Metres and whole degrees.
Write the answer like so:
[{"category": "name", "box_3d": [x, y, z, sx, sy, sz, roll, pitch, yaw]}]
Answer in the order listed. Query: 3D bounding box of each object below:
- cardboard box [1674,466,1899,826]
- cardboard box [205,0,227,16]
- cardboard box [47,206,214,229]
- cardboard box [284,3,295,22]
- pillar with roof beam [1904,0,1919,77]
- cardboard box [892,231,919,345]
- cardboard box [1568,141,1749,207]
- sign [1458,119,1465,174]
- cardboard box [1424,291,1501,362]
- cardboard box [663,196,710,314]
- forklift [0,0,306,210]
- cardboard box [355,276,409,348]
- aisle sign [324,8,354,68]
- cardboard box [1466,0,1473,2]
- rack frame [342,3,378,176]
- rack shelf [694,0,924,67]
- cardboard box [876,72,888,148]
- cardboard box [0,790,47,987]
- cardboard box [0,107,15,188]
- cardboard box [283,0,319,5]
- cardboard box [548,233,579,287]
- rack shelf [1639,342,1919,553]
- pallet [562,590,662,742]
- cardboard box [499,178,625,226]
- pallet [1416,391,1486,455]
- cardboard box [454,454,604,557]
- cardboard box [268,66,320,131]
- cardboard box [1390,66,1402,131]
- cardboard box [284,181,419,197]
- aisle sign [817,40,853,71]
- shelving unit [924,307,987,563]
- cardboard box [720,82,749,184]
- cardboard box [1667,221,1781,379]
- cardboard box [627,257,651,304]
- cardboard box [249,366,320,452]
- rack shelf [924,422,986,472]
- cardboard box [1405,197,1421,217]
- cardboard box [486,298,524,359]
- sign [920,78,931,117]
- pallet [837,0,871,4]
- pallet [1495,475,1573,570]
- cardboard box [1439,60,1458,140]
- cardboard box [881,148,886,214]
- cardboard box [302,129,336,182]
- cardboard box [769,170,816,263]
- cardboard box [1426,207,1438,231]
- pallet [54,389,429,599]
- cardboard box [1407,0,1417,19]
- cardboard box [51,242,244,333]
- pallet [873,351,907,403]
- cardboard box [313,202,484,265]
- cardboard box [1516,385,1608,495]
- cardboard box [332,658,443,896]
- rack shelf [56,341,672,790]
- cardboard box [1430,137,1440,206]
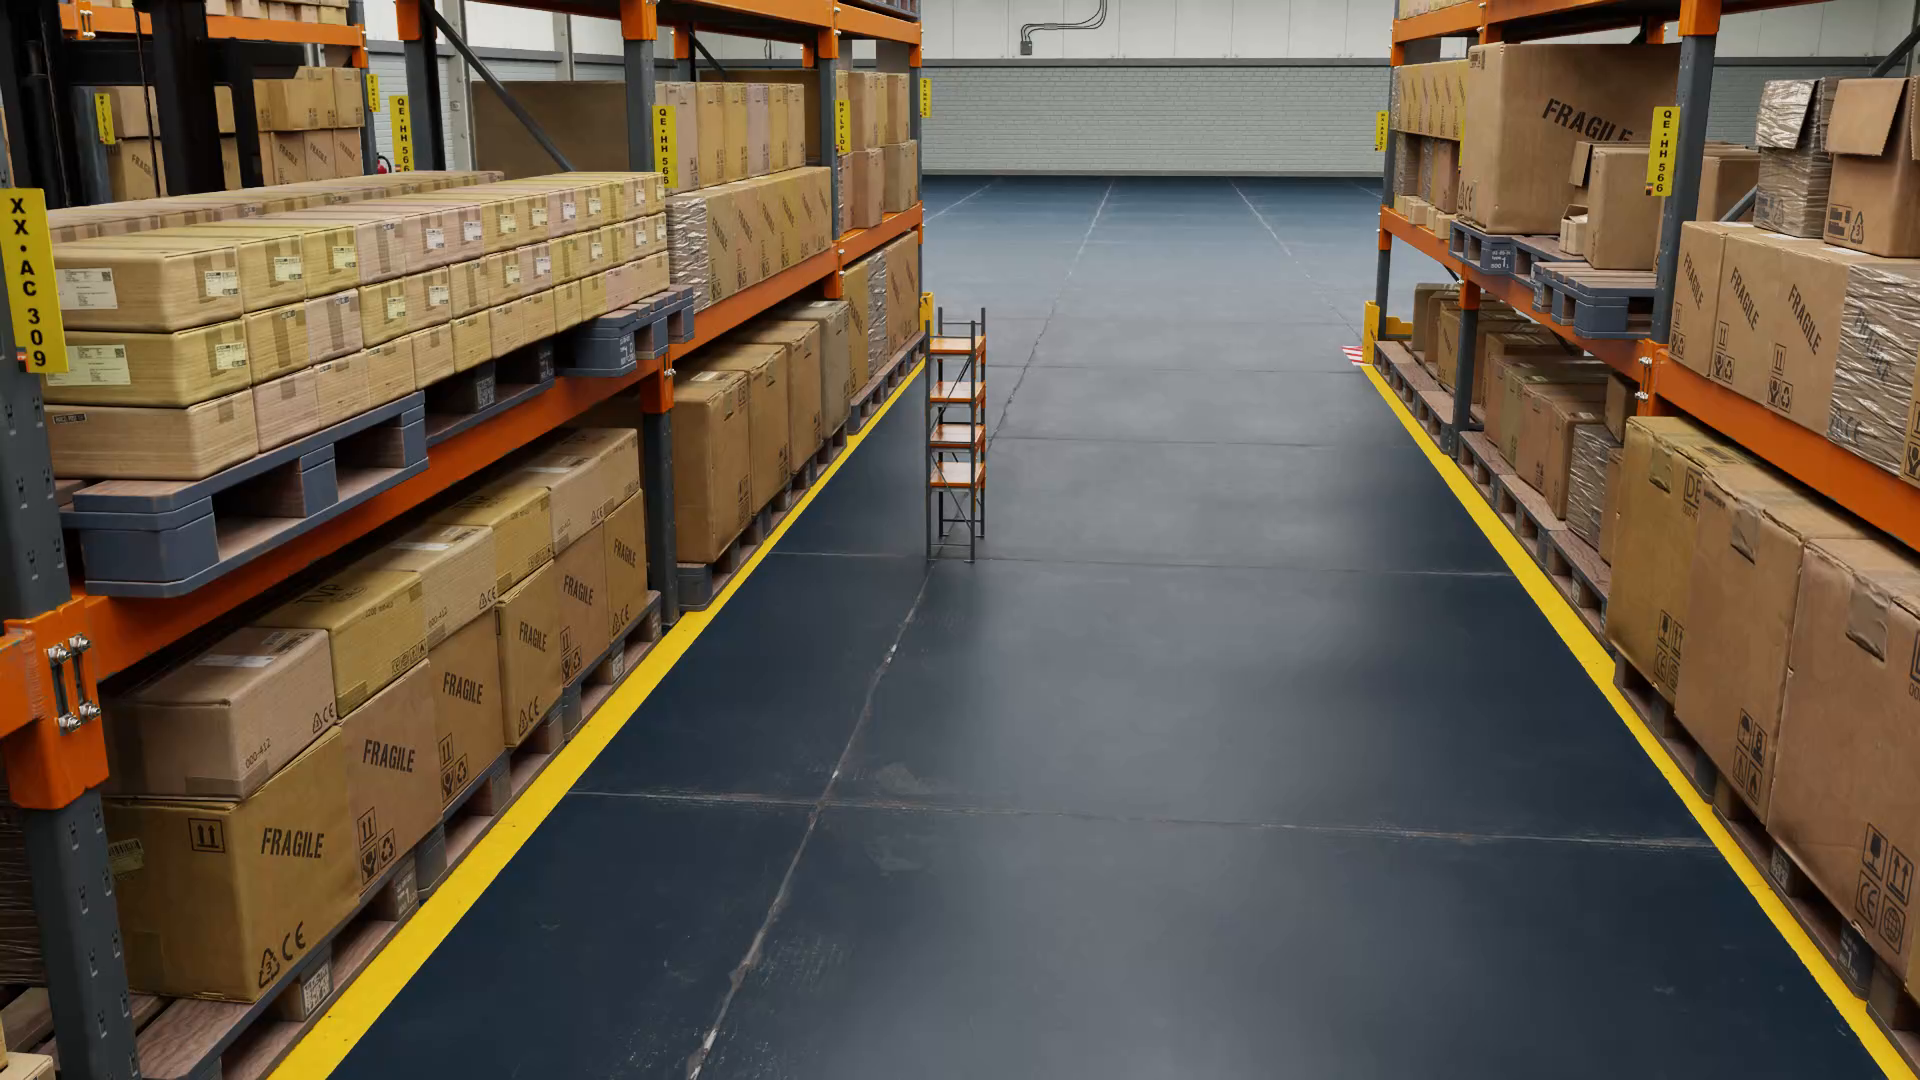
[{"category": "cardboard box", "box_3d": [2.968, 0.312, 5.027, 1.225, 0.875, 0.875, 2, 15, 6]}, {"category": "cardboard box", "box_3d": [-5.709, -3.982, 12.375, 0.380, 0.149, 0.250, 1, 15, 5]}, {"category": "cardboard box", "box_3d": [-2.220, -0.802, 4.418, 0.380, 0.149, 0.250, 1, 15, 4]}, {"category": "cardboard box", "box_3d": [-5.685, -4.316, 13.610, 0.380, 0.149, 0.250, 2, 15, 7]}, {"category": "pillar with roof beam", "box_3d": [18.731, -13.154, 40.068, 9.100, 9.000, 0.400, 2, 15, 6]}, {"category": "cardboard box", "box_3d": [-0.850, -2.166, 14.194, 0.875, 0.875, 0.875, 2, 15, 7]}, {"category": "cardboard box", "box_3d": [3.523, -1.758, 8.414, 0.797, 0.503, 0.637, 3, 15, 12]}, {"category": "sign", "box_3d": [3.087, -2.389, 10.094, 0.100, 0.325, 0.005, 2, 15, 6]}, {"category": "cardboard box", "box_3d": [3.957, -1.673, 13.089, 0.500, 0.500, 0.500, 6, 16, 21]}, {"category": "cardboard box", "box_3d": [-1.423, -1.249, 7.343, 0.500, 0.500, 0.500, 2, 15, 7]}, {"category": "forklift", "box_3d": [-3.963, -1.475, 8.503, 1.130, 2.935, 3.031, 1, 15, 2]}, {"category": "cardboard box", "box_3d": [-1.607, -0.570, 4.131, 0.380, 0.149, 0.250, 1, 15, 4]}, {"category": "aisle sign", "box_3d": [-5.474, -4.549, 14.759, 0.394, 0.787, 0.004, 2, 15, 6]}, {"category": "cardboard box", "box_3d": [3.419, -3.459, 10.248, 0.500, 0.250, 0.500, 2, 15, 8]}, {"category": "rack frame", "box_3d": [-5.769, -3.287, 15.071, 1.000, 3.000, 0.127, 2, 15, 6]}, {"category": "rack shelf", "box_3d": [-1.065, -3.749, 12.413, 1.077, 0.370, 4.000, 2, 15, 6]}, {"category": "cardboard box", "box_3d": [-1.018, -3.238, 12.534, 0.875, 0.550, 0.500, 2, 15, 6]}, {"category": "cardboard box", "box_3d": [-2.360, 0.750, 4.127, 0.500, 0.500, 0.500, 1, 15, 5]}, {"category": "cardboard box", "box_3d": [-6.099, -2.389, 10.184, 0.500, 0.500, 0.500, 2, 15, 7]}, {"category": "cardboard box", "box_3d": [-5.630, -4.535, 13.659, 0.500, 0.250, 0.500, 1, 15, 5]}, {"category": "cardboard box", "box_3d": [-1.460, -0.909, 5.384, 0.380, 0.149, 0.250, 2, 15, 6]}, {"category": "rack shelf", "box_3d": [2.950, -0.054, 4.494, 1.077, 0.370, 4.000, 2, 15, 6]}, {"category": "pallet", "box_3d": [-1.831, 0.456, 6.570, 1.003, 0.211, 1.213, 2, 15, 6]}, {"category": "cardboard box", "box_3d": [-1.402, -1.187, 5.844, 0.380, 0.149, 0.250, 2, 15, 8]}, {"category": "pallet", "box_3d": [3.667, -0.787, 11.167, 1.003, 0.211, 1.213, 2, 15, 6]}, {"category": "cardboard box", "box_3d": [-1.604, -0.134, 5.959, 0.500, 0.250, 0.500, 2, 15, 7]}, {"category": "cardboard box", "box_3d": [-5.629, -3.556, 13.390, 0.700, 0.500, 0.500, 2, 15, 6]}, {"category": "cardboard box", "box_3d": [3.745, -3.535, 13.311, 0.500, 0.500, 0.500, 2, 15, 6]}, {"category": "cardboard box", "box_3d": [-2.077, -1.145, 5.687, 0.380, 0.149, 0.250, 1, 15, 4]}, {"category": "aisle sign", "box_3d": [-1.129, -4.449, 14.390, 0.394, 0.787, 0.004, 2, 15, 6]}, {"category": "shelving unit", "box_3d": [-0.019, -0.536, 8.347, 0.258, 1.200, 0.503, 2, 15, 6]}, {"category": "cardboard box", "box_3d": [-1.512, -2.136, 8.709, 0.700, 0.500, 0.500, 2, 15, 6]}, {"category": "cardboard box", "box_3d": [2.850, -0.850, 5.869, 0.500, 0.500, 0.500, 2, 15, 8]}, {"category": "cardboard box", "box_3d": [-1.370, -0.968, 6.172, 0.380, 0.149, 0.250, 2, 15, 6]}, {"category": "cardboard box", "box_3d": [-1.666, -0.297, 3.691, 0.380, 0.149, 0.250, 2, 15, 7]}, {"category": "rack shelf", "box_3d": [-0.019, -0.471, 8.364, 0.258, 0.148, 0.480, 2, 15, 6]}, {"category": "cardboard box", "box_3d": [3.711, -2.613, 13.059, 0.380, 0.149, 0.250, 2, 15, 6]}, {"category": "cardboard box", "box_3d": [-1.518, -0.629, 4.919, 0.380, 0.149, 0.250, 1, 15, 4]}, {"category": "sign", "box_3d": [-0.301, -3.821, 14.374, 0.100, 0.325, 0.005, 2, 15, 6]}, {"category": "pallet", "box_3d": [-1.188, -3.747, 11.196, 1.003, 0.211, 1.213, 2, 15, 6]}, {"category": "pallet", "box_3d": [3.405, -0.092, 8.598, 1.003, 0.211, 1.213, 2, 15, 6]}, {"category": "cardboard box", "box_3d": [3.459, -2.887, 10.914, 0.500, 0.500, 0.500, 2, 15, 6]}, {"category": "cardboard box", "box_3d": [-1.064, -2.857, 13.195, 0.875, 0.550, 0.550, 2, 15, 6]}, {"category": "cardboard box", "box_3d": [-5.617, -3.200, 13.989, 0.500, 0.500, 0.500, 2, 15, 6]}, {"category": "cardboard box", "box_3d": [-1.141, -1.904, 9.765, 0.500, 0.500, 0.500, 2, 15, 6]}, {"category": "cardboard box", "box_3d": [3.543, -2.289, 11.863, 0.380, 0.149, 0.250, 2, 15, 6]}, {"category": "pallet", "box_3d": [-1.962, -0.156, 3.861, 1.003, 0.211, 1.213, 2, 15, 6]}, {"category": "cardboard box", "box_3d": [3.715, -4.119, 12.690, 0.500, 0.250, 0.500, 1, 15, 5]}, {"category": "cardboard box", "box_3d": [-1.692, -0.512, 3.347, 0.380, 0.149, 0.250, 2, 15, 9]}, {"category": "pallet", "box_3d": [-0.992, -1.296, 13.050, 1.003, 0.211, 1.213, 2, 15, 6]}, {"category": "cardboard box", "box_3d": [-1.547, -0.848, 4.587, 0.380, 0.149, 0.250, 2, 15, 8]}, {"category": "cardboard box", "box_3d": [3.401, -0.536, 8.845, 0.700, 0.500, 0.500, 0, 15, 1]}, {"category": "cardboard box", "box_3d": [-1.788, 0.628, 4.578, 0.500, 0.500, 0.500, 2, 15, 9]}, {"category": "rack shelf", "box_3d": [-1.967, -0.226, 5.131, 1.077, 0.370, 4.000, 2, 15, 6]}, {"category": "cardboard box", "box_3d": [3.884, -2.654, 11.969, 0.875, 0.500, 0.500, 2, 15, 6]}]
